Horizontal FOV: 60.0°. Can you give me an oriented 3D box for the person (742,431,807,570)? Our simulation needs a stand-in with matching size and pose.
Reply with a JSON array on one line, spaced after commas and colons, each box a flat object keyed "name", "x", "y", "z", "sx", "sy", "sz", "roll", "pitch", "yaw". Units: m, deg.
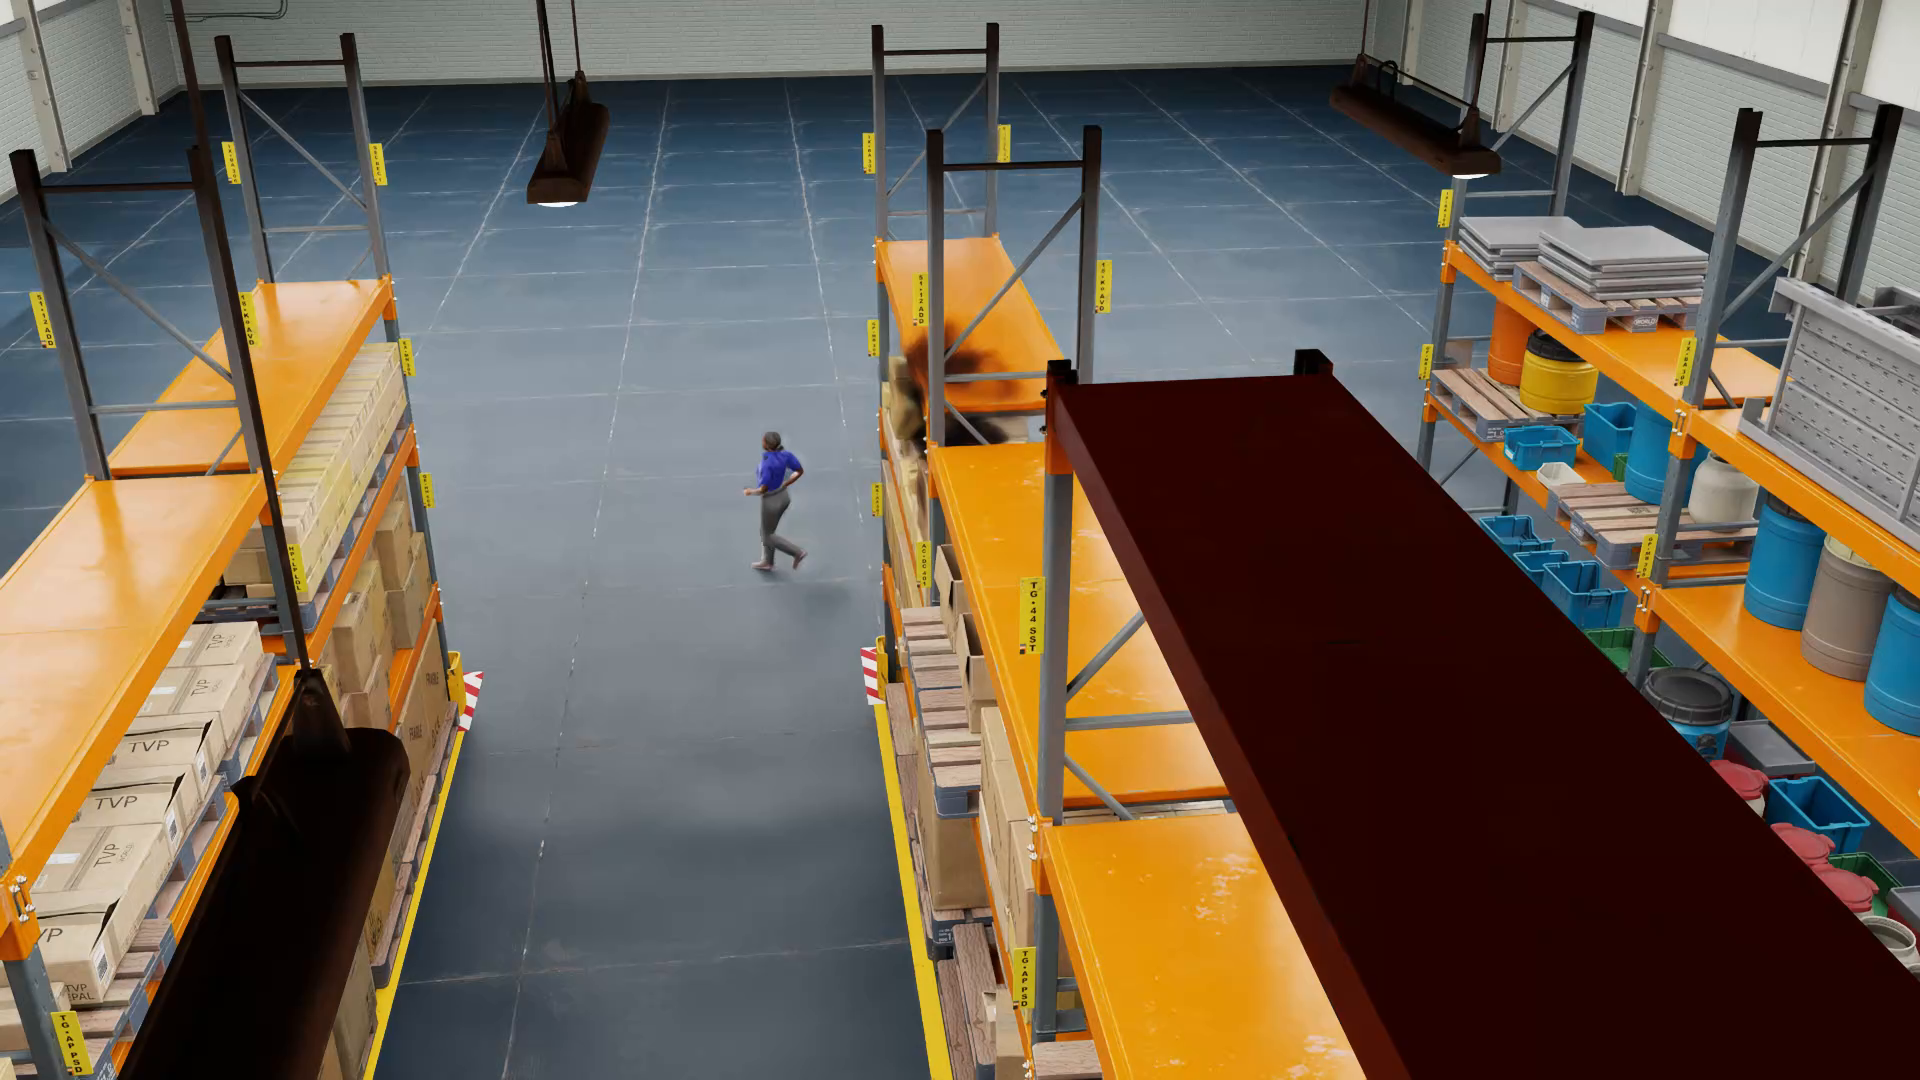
[{"name": "person", "x": -1.917, "y": -0.374, "z": 17.433, "sx": 0.769, "sy": 1.648, "sz": 0.578, "roll": 15, "pitch": 29, "yaw": 28}]
